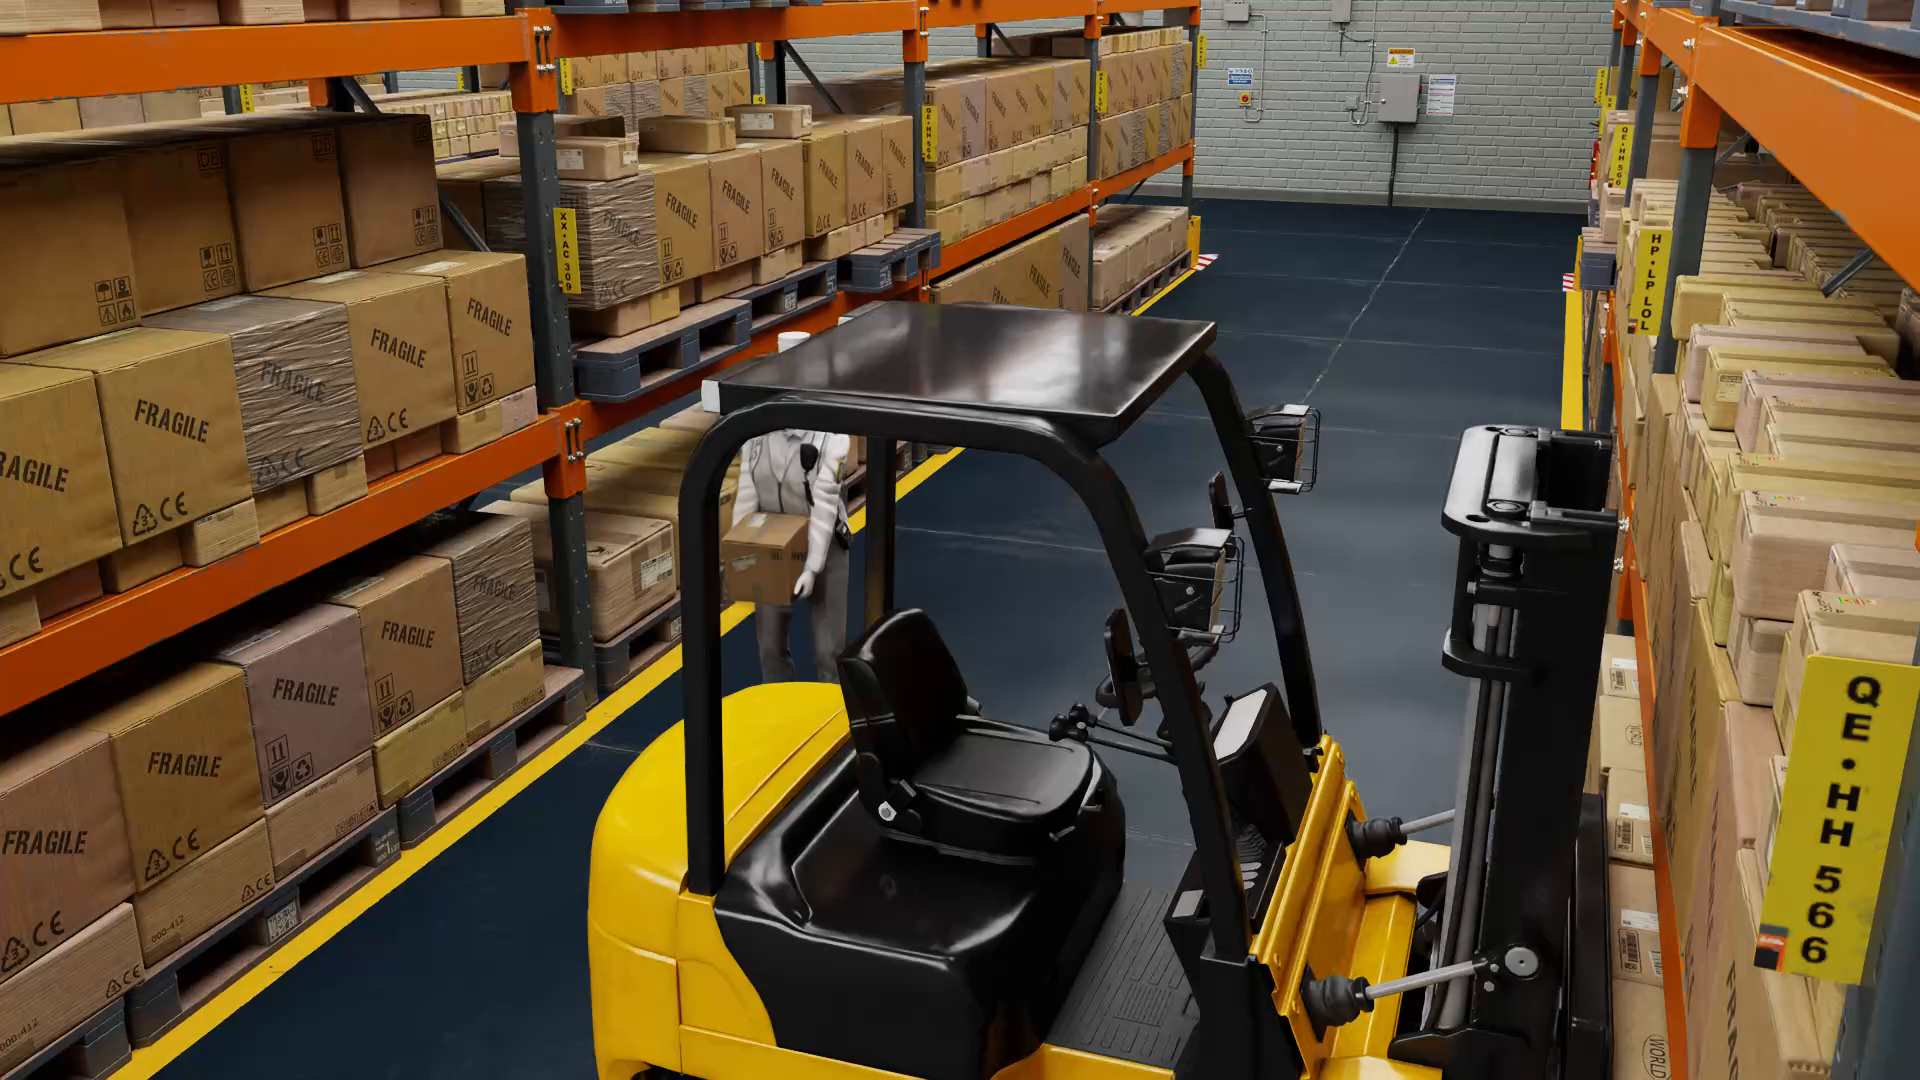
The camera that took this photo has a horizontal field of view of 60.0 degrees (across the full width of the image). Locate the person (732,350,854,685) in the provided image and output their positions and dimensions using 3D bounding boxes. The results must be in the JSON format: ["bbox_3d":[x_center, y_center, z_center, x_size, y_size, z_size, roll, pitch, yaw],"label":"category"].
[{"bbox_3d":[-0.630,0.086,6.322,0.415,1.665,0.534,6,20,17],"label":"person"}]
